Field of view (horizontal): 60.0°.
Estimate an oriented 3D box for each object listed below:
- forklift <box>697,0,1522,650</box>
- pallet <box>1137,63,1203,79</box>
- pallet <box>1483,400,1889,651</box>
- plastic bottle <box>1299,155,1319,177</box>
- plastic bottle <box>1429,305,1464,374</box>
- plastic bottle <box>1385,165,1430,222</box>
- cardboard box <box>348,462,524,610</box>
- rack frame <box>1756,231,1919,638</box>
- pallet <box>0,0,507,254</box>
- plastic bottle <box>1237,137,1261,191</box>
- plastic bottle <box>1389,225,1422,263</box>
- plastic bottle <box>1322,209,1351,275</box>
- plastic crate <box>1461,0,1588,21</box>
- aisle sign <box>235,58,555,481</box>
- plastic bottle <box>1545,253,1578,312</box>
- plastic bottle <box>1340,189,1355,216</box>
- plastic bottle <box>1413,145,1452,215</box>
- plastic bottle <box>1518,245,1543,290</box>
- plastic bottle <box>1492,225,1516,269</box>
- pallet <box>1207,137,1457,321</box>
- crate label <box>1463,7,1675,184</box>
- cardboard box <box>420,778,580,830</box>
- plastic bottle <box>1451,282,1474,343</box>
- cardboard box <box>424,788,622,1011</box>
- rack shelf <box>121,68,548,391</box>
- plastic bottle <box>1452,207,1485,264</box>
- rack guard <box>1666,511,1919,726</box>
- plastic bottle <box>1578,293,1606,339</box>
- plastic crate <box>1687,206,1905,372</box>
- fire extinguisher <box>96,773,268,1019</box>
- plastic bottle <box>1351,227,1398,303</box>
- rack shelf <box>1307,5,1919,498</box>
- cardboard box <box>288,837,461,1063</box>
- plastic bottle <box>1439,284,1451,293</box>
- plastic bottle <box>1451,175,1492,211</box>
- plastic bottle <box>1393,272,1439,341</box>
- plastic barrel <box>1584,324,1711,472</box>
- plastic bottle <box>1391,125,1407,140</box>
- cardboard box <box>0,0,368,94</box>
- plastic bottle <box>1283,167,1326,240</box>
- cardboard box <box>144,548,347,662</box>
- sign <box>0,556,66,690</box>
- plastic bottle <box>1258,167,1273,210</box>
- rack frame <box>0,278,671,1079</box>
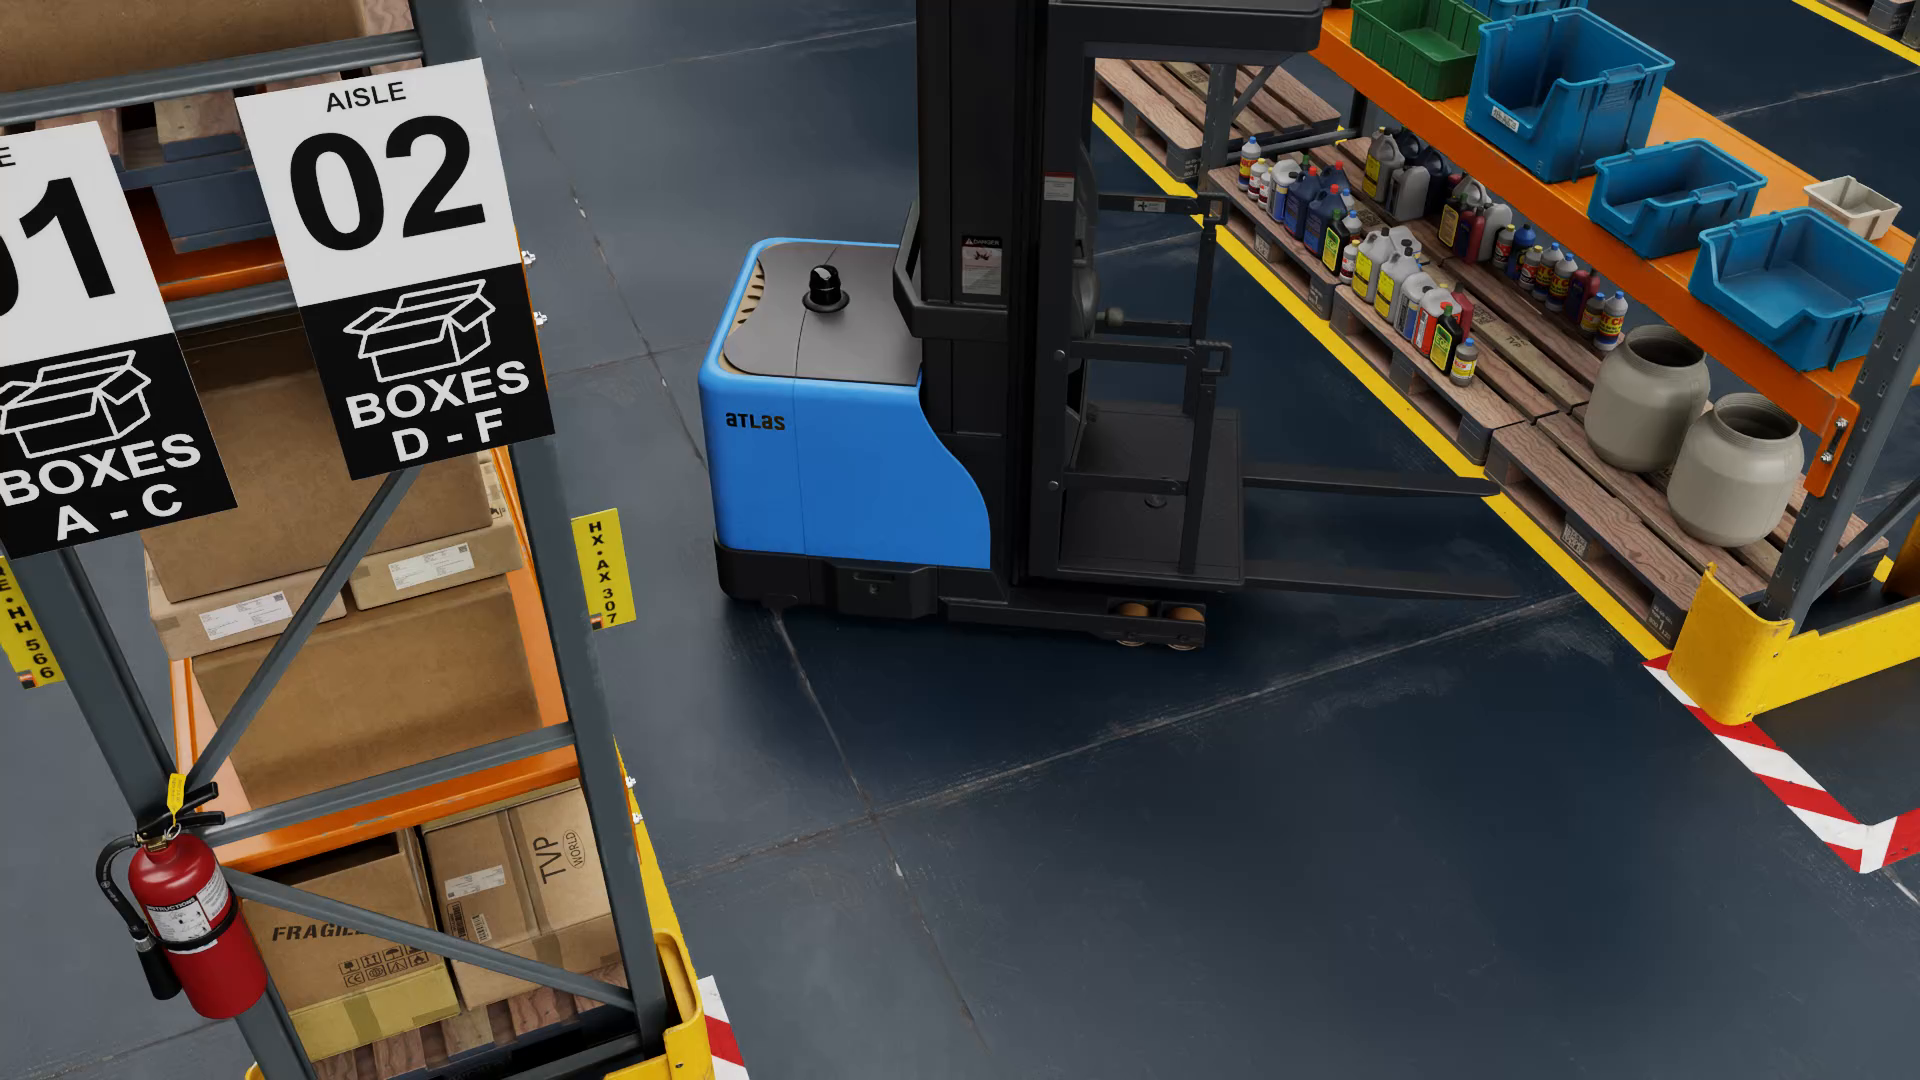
[{"bbox_3d":[0.619,-1.064,5.740,3.031,2.935,1.130,4,41,5],"label":"forklift"},{"bbox_3d":[0.946,-3.224,10.337,1.003,0.211,1.213,-15,43,-17],"label":"pallet"},{"bbox_3d":[2.905,-0.140,6.751,1.003,0.211,1.213,-15,43,-17],"label":"pallet"},{"bbox_3d":[1.717,-1.756,8.238,0.061,0.283,0.133,-15,43,-17],"label":"plastic bottle"},{"bbox_3d":[2.114,-0.872,7.209,0.061,0.283,0.133,-14,43,-16],"label":"plastic bottle"},{"bbox_3d":[2.212,-1.732,8.215,0.152,0.276,0.135,-15,43,-17],"label":"plastic bottle"},{"bbox_3d":[-1.246,-0.013,3.890,0.380,0.149,0.250,-15,43,-17],"label":"cardboard box"},{"bbox_3d":[3.283,-0.672,5.231,1.000,3.000,0.127,-15,43,-17],"label":"rack frame"},{"bbox_3d":[-1.541,-0.975,3.351,1.003,0.211,1.213,-15,43,-17],"label":"pallet"},{"bbox_3d":[1.470,-1.913,8.429,0.097,0.271,0.097,0,41,0],"label":"plastic bottle"},{"bbox_3d":[2.040,-1.309,7.723,0.152,0.276,0.135,-15,43,-17],"label":"plastic bottle"},{"bbox_3d":[1.775,-1.405,7.830,0.061,0.283,0.133,-13,42,-15],"label":"plastic bottle"},{"bbox_3d":[2.427,-2.427,7.385,0.499,0.251,0.616,-15,43,-17],"label":"plastic crate"},{"bbox_3d":[-0.986,-0.461,2.992,0.394,0.787,0.004,-15,43,-17],"label":"aisle sign"},{"bbox_3d":[2.746,-1.181,7.578,0.097,0.271,0.097,0,41,0],"label":"plastic bottle"},{"bbox_3d":[1.845,-1.567,8.027,0.097,0.271,0.097,0,41,0],"label":"plastic bottle"},{"bbox_3d":[2.339,-1.813,8.252,0.144,0.351,0.185,-17,44,-19],"label":"plastic bottle"},{"bbox_3d":[2.670,-1.274,7.740,0.097,0.201,0.097,0,41,0],"label":"plastic bottle"},{"bbox_3d":[2.591,-1.398,7.884,0.097,0.201,0.097,0,41,0],"label":"plastic bottle"},{"bbox_3d":[1.971,-1.610,8.460,1.003,0.211,1.213,-15,43,-17],"label":"pallet"},{"bbox_3d":[2.329,-1.727,6.431,0.502,0.435,0.616,-15,43,-17],"label":"crate label"},{"bbox_3d":[-1.487,0.481,5.102,0.500,0.500,0.500,-15,43,-17],"label":"cardboard box"},{"bbox_3d":[2.203,-0.992,7.349,0.061,0.283,0.133,-15,43,-17],"label":"plastic bottle"},{"bbox_3d":[-1.294,1.066,4.997,0.500,0.250,0.500,-15,43,-17],"label":"cardboard box"},{"bbox_3d":[-2.060,-1.508,4.454,1.077,0.370,4.000,-15,43,-17],"label":"rack shelf"},{"bbox_3d":[2.423,-1.467,7.901,0.061,0.283,0.133,-15,43,-17],"label":"plastic bottle"},{"bbox_3d":[3.211,0.241,6.086,1.175,0.500,0.348,-15,43,-17],"label":"rack guard"},{"bbox_3d":[2.838,-1.010,7.433,0.097,0.201,0.097,0,41,0],"label":"plastic bottle"},{"bbox_3d":[2.815,-0.843,5.544,0.499,0.251,0.616,-15,43,-17],"label":"plastic crate"},{"bbox_3d":[-1.679,0.778,3.605,0.296,0.674,0.183,-15,43,-17],"label":"fire extinguisher"},{"bbox_3d":[1.913,-1.285,7.638,0.144,0.351,0.185,-15,43,-17],"label":"plastic bottle"},{"bbox_3d":[2.518,-1.604,6.867,1.077,0.370,4.000,-15,43,-17],"label":"rack shelf"},{"bbox_3d":[-1.773,1.195,4.846,0.500,0.250,0.500,-15,43,-17],"label":"cardboard box"},{"bbox_3d":[2.159,-1.060,7.491,0.097,0.201,0.097,0,41,0],"label":"plastic bottle"},{"bbox_3d":[2.462,-1.618,8.025,0.144,0.351,0.185,-15,43,-17],"label":"plastic bottle"},{"bbox_3d":[2.051,-1.046,7.417,0.152,0.276,0.135,-16,43,-18],"label":"plastic bottle"},{"bbox_3d":[2.769,-0.568,6.695,0.421,0.512,0.421,0,41,0],"label":"plastic barrel"},{"bbox_3d":[2.242,-2.011,8.534,0.061,0.283,0.133,-13,42,-15],"label":"plastic bottle"},{"bbox_3d":[-1.511,-1.175,3.006,0.797,0.503,0.637,-12,42,-14],"label":"cardboard box"},{"bbox_3d":[1.678,-1.655,8.068,0.144,0.351,0.185,-14,43,-16],"label":"plastic bottle"},{"bbox_3d":[-1.617,0.095,3.765,0.380,0.149,0.250,-16,43,-18],"label":"cardboard box"},{"bbox_3d":[-1.801,0.159,3.194,0.100,0.325,0.005,-15,43,-17],"label":"sign"},{"bbox_3d":[1.547,-1.764,8.309,0.097,0.201,0.097,0,41,0],"label":"plastic bottle"},{"bbox_3d":[-1.295,0.561,3.797,1.000,3.000,0.127,-15,43,-17],"label":"rack frame"}]
